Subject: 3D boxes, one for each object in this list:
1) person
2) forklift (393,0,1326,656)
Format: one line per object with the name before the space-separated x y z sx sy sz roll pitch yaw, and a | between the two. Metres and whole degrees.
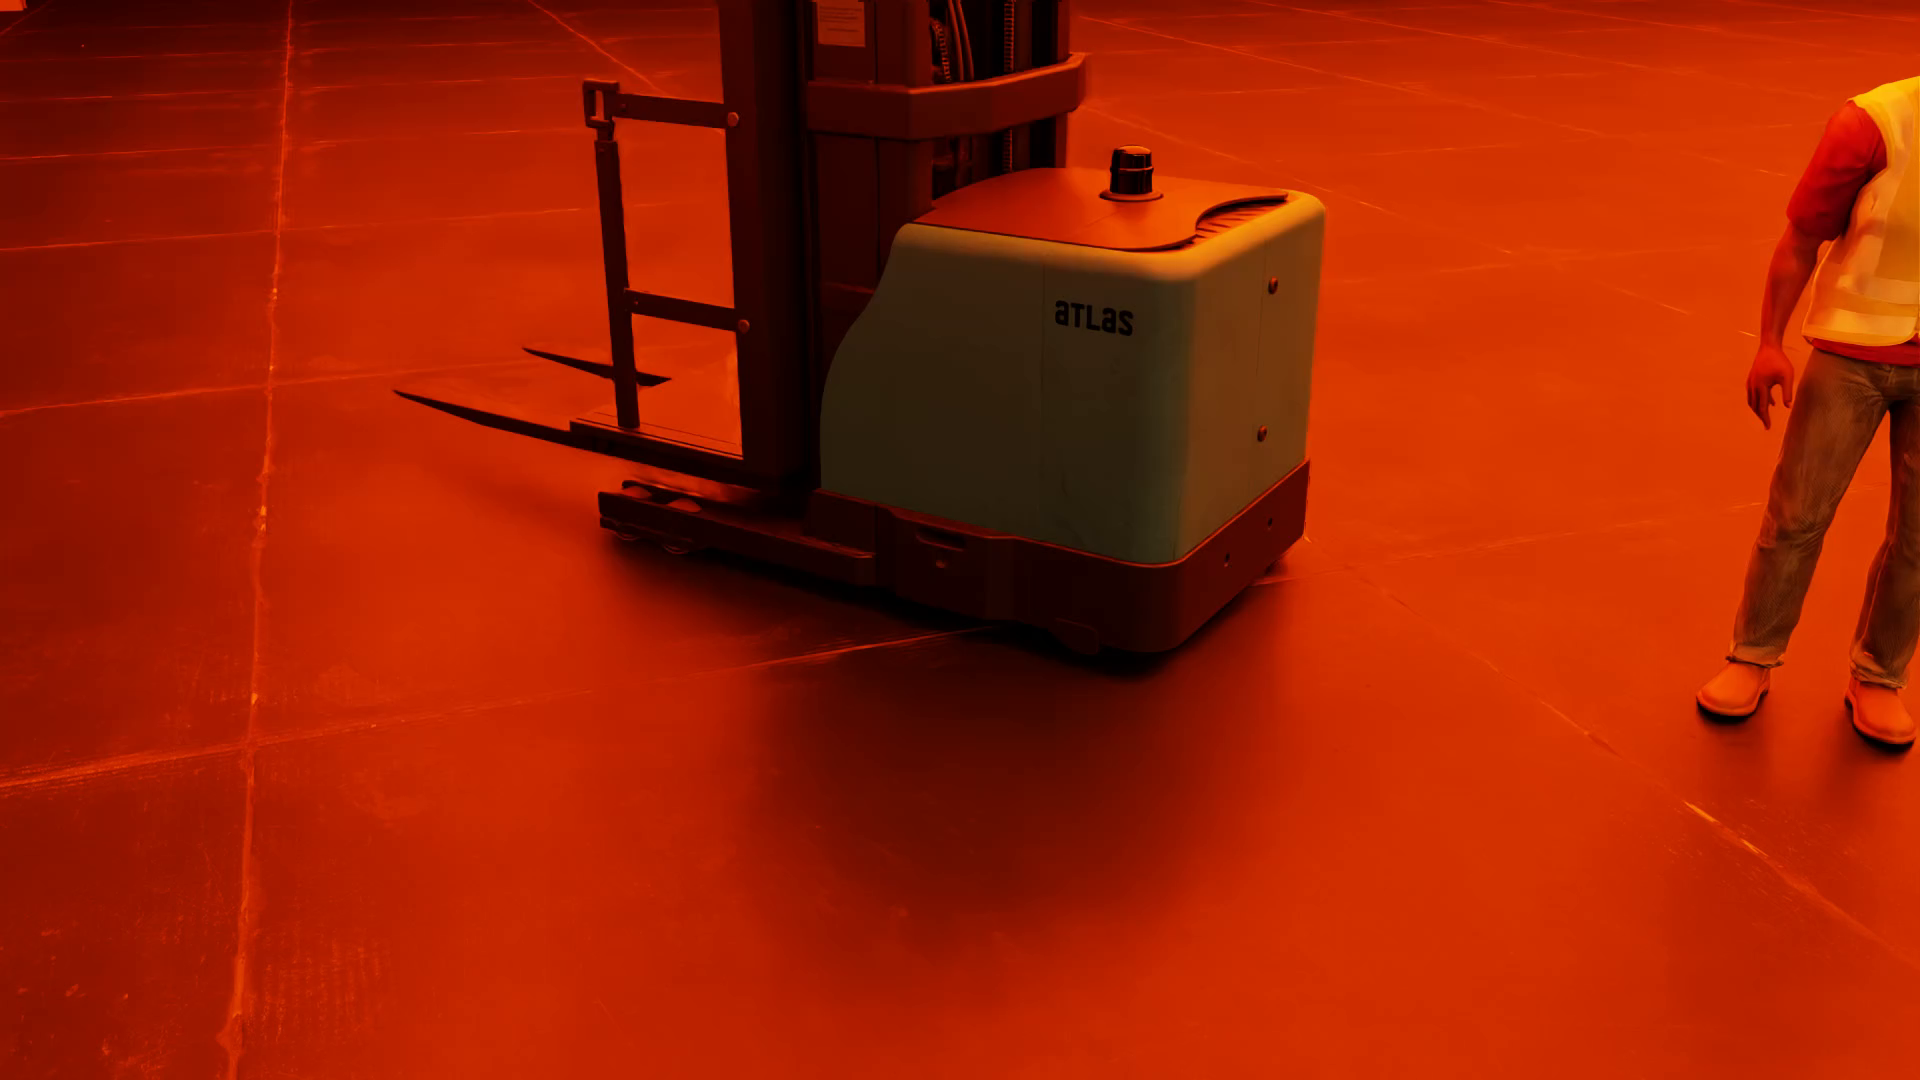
person | 2.129 -0.392 3.748 0.629 1.759 0.460 9 24 20
forklift | -0.500 -1.465 4.782 3.031 2.935 1.130 14 26 29
